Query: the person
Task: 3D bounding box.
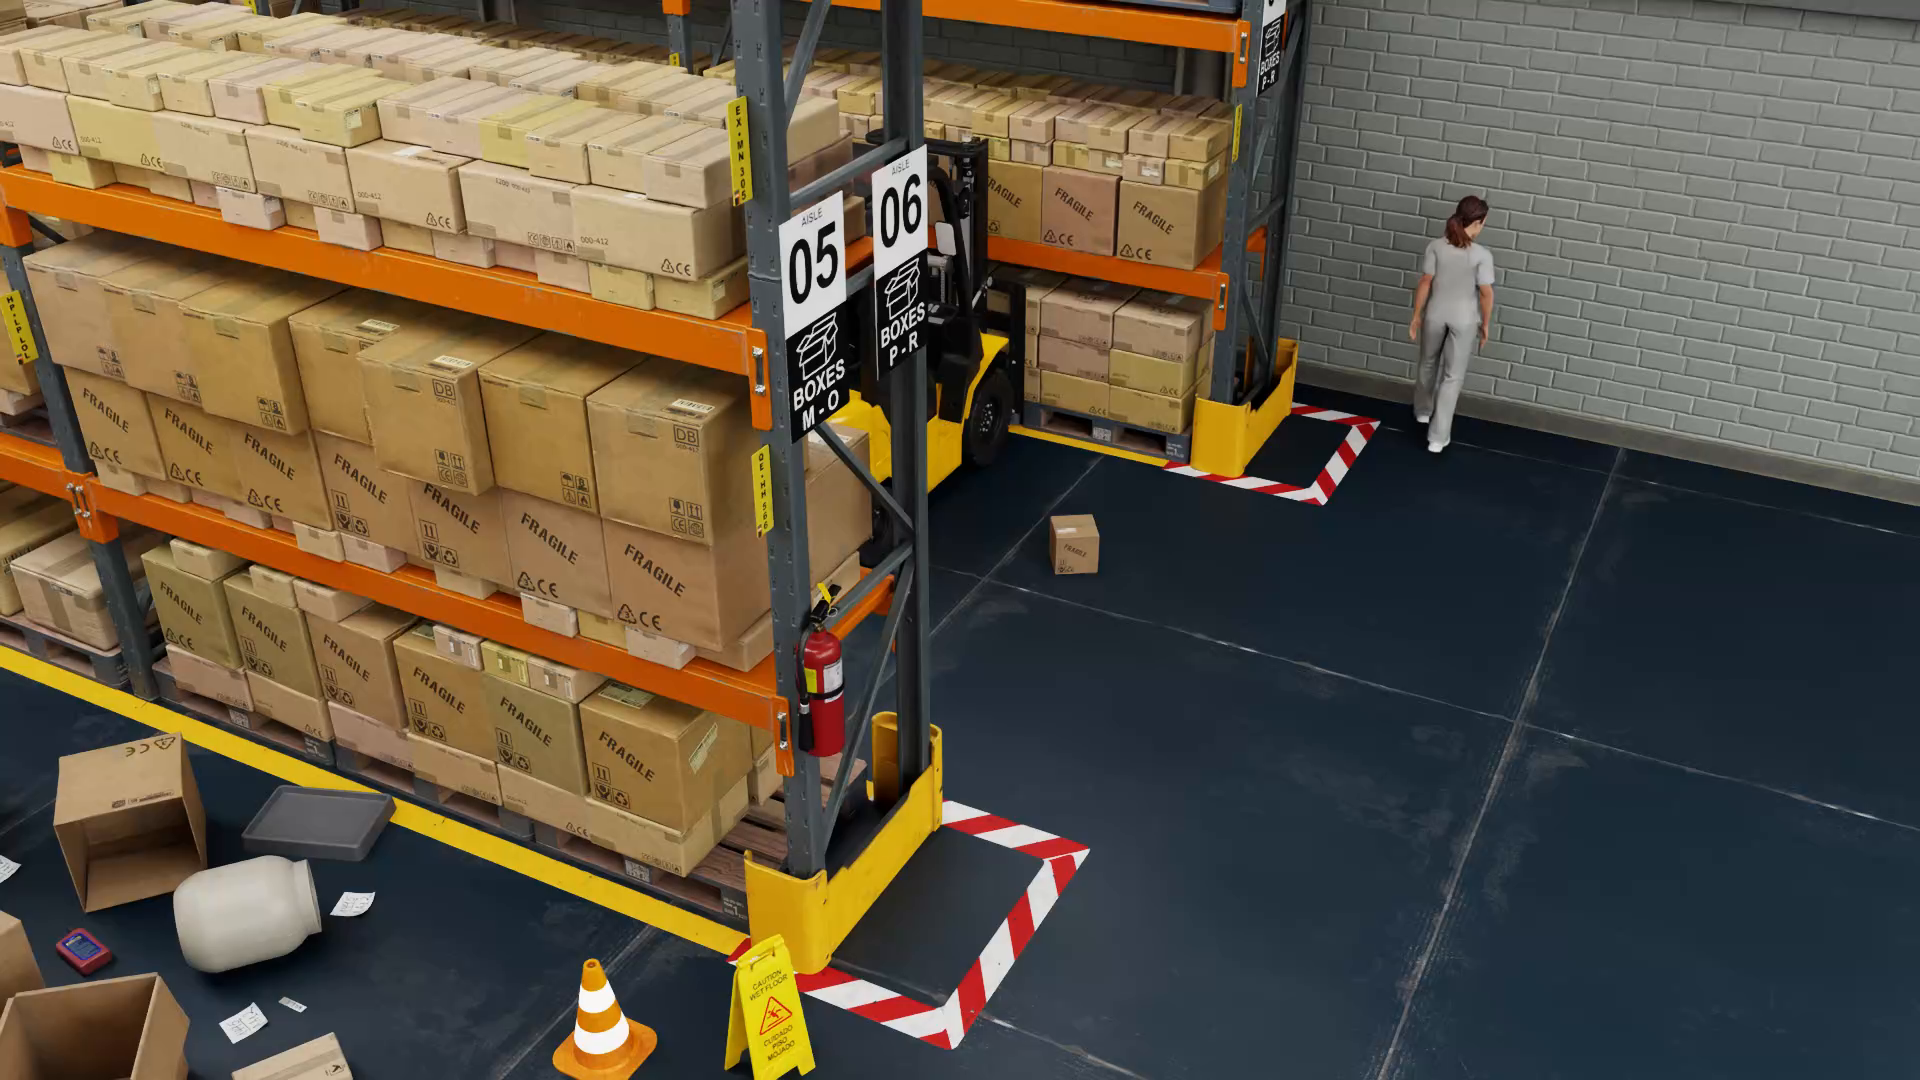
[{"bbox_3d":[3.168,-1.444,10.663,0.481,1.587,0.568,16,34,25],"label":"person"}]
